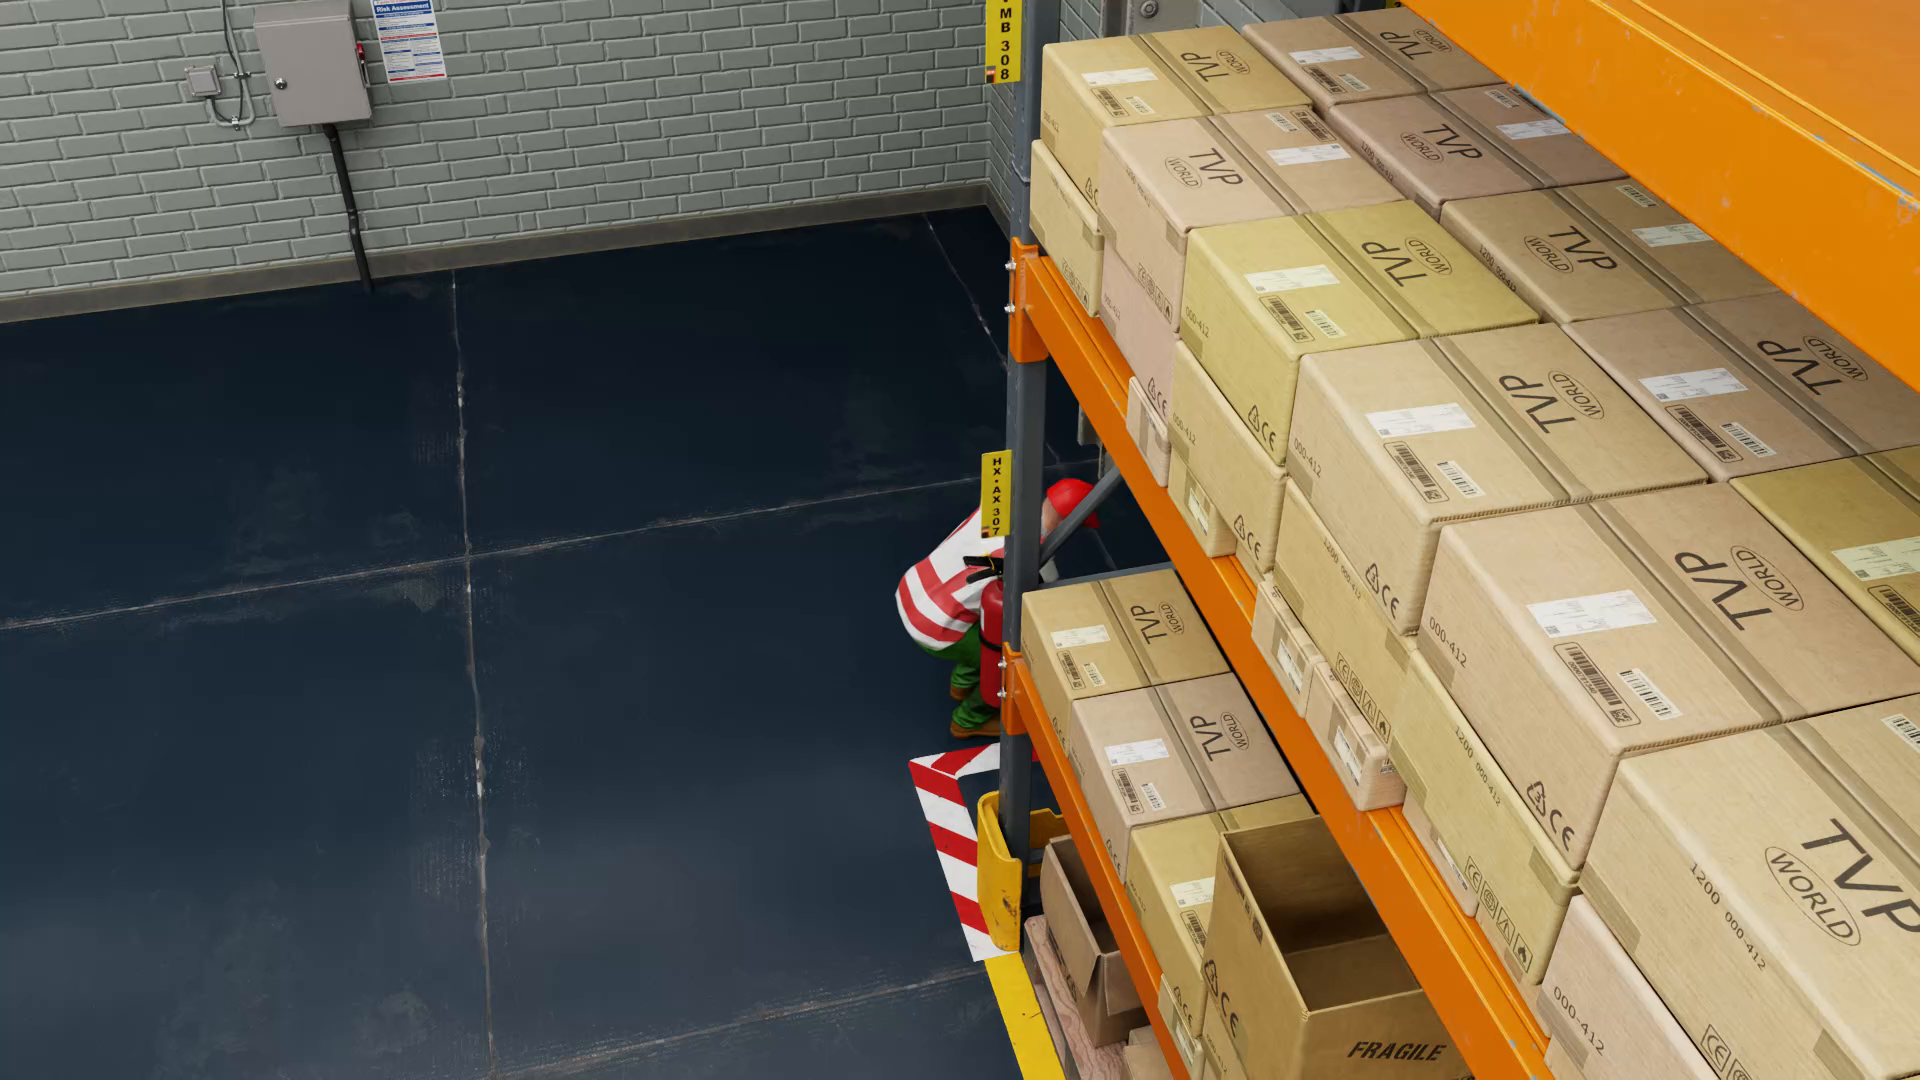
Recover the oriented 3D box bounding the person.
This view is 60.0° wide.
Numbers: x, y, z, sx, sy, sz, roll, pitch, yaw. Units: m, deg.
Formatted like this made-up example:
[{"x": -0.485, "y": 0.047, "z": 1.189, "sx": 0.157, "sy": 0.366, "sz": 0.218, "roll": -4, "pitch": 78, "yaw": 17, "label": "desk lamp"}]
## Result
[{"x": 0.158, "y": 0.259, "z": 6.914, "sx": 0.856, "sy": 1.114, "sz": 0.582, "roll": -8, "pitch": 39, "yaw": -10, "label": "person"}]
